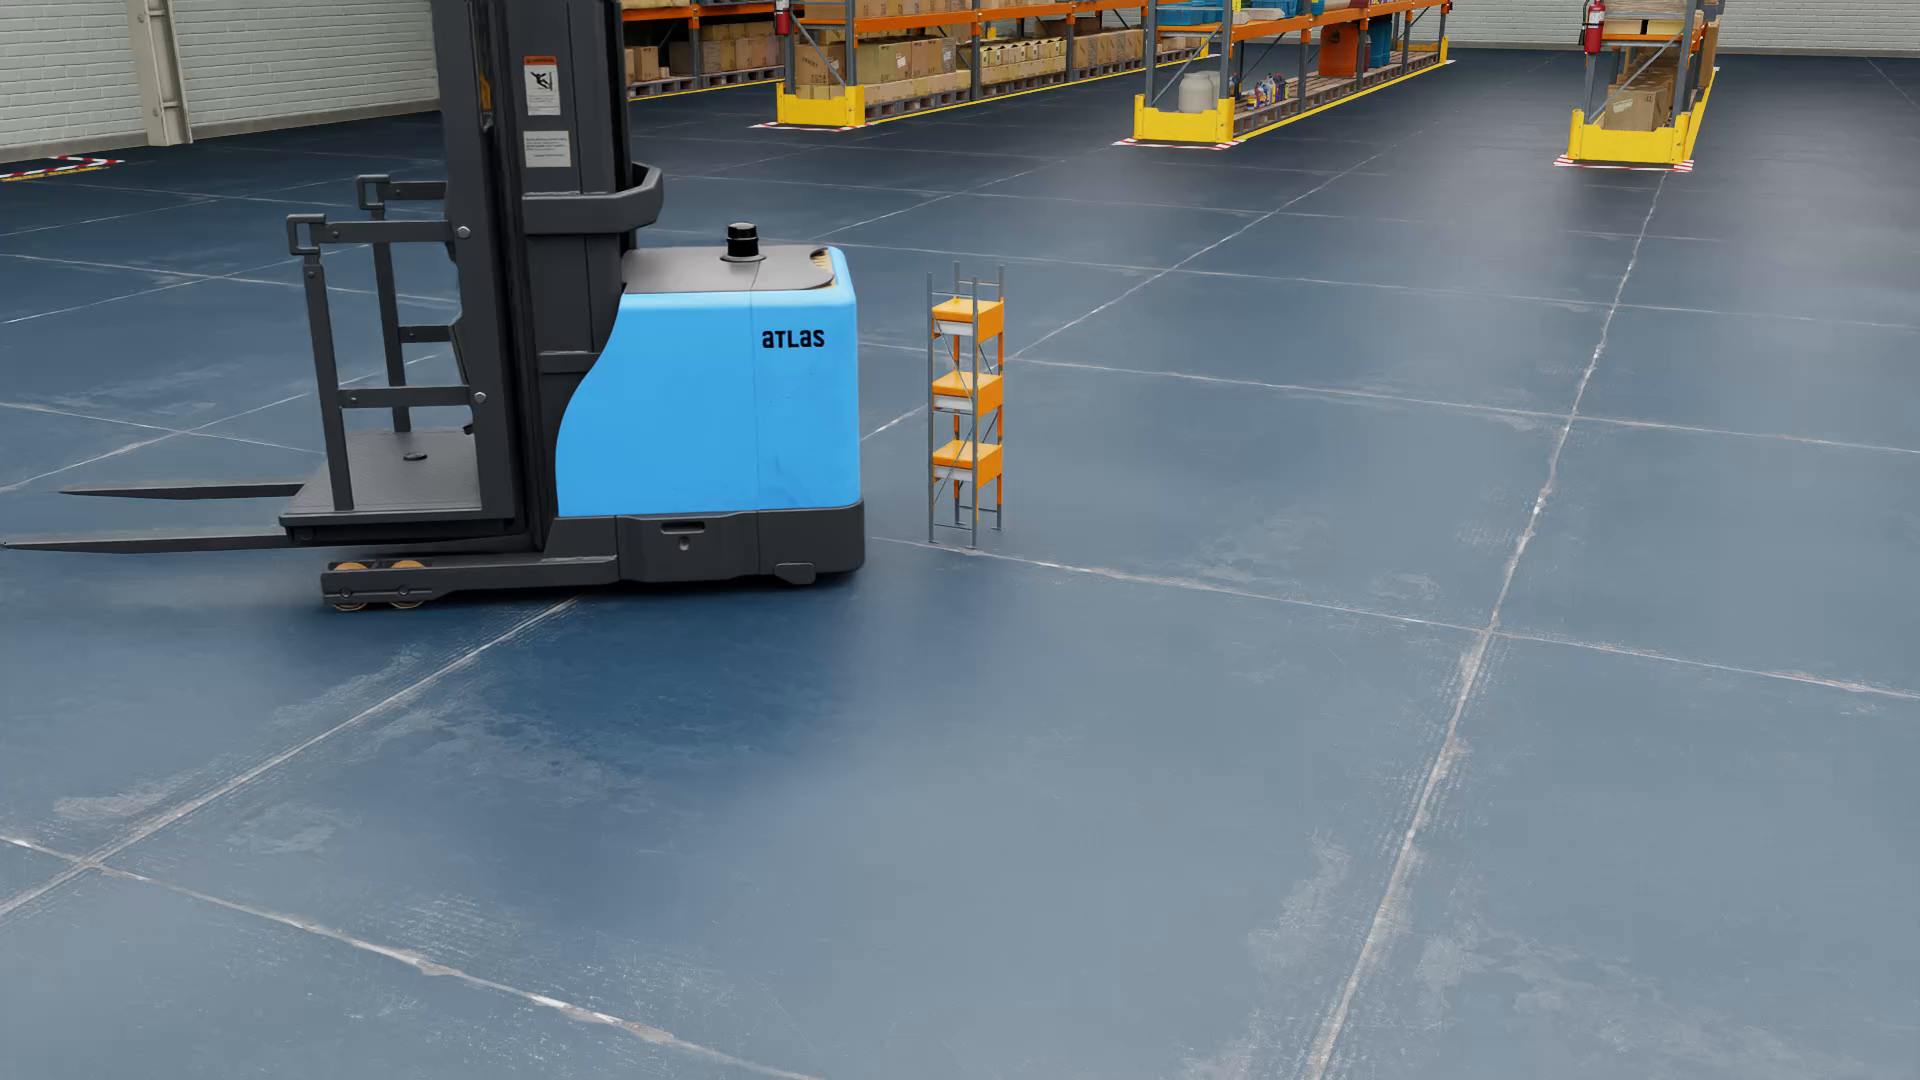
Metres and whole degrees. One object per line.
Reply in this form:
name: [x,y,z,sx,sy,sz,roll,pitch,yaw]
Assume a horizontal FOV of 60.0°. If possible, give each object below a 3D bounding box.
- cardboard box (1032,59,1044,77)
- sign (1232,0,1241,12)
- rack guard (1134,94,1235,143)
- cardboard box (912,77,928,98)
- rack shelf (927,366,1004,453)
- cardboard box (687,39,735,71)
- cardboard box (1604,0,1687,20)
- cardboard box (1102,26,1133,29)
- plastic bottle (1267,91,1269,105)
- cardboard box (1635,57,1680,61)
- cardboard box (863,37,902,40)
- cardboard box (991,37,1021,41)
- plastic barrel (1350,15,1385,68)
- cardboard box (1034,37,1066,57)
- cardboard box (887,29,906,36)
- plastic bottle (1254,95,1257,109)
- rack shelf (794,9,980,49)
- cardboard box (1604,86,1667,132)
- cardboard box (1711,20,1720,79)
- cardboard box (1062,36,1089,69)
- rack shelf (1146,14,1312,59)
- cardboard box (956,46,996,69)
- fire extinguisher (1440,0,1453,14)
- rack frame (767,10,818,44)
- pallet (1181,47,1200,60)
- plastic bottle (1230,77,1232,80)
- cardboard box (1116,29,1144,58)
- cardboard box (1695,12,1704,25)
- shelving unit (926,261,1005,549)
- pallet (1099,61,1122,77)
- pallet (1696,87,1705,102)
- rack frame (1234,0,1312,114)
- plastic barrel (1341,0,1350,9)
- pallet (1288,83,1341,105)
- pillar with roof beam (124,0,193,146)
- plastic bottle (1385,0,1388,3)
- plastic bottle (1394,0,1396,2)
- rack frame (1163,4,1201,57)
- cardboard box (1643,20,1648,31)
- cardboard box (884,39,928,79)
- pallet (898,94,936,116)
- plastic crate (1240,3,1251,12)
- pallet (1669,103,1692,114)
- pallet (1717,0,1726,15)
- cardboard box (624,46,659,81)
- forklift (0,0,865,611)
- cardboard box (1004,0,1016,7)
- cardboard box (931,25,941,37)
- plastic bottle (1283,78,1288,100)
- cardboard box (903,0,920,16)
cardboard box: [1.049,-7.742,27.238,0.500,0.250,0.500,9,22,24]
sign: [3.200,-6.272,19.216,0.100,0.325,0.005,9,21,23]
rack guard: [2.688,-5.071,19.981,1.175,0.500,0.348,9,21,23]
cardboard box: [-0.780,-6.394,23.447,0.500,0.250,0.500,9,21,23]
rack shelf: [0.022,-0.501,6.342,0.215,0.259,0.240,9,21,23]
cardboard box: [-4.249,-8.223,28.187,0.700,0.500,0.500,8,21,22]
cardboard box: [7.468,-5.891,17.963,0.875,0.500,0.500,9,21,23]
cardboard box: [3.071,-9.811,32.652,0.500,0.500,0.500,9,21,23]
plastic bottle: [4.032,-5.848,21.954,0.097,0.201,0.097,0,20,0]
cardboard box: [9.797,-6.461,23.234,0.700,0.500,0.500,11,22,27]
cardboard box: [-1.065,-6.973,23.958,0.500,0.500,0.500,9,21,23]
cardboard box: [0.768,-8.230,27.774,0.500,0.311,0.500,8,21,21]
plastic barrel: [7.085,-8.716,29.005,0.600,0.901,0.708,9,21,23]
cardboard box: [1.468,-8.318,28.021,0.500,0.311,0.500,9,22,24]
cardboard box: [-1.572,-10.215,33.297,0.750,0.750,0.750,9,21,23]
plastic bottle: [3.769,-5.651,21.401,0.097,0.201,0.097,0,20,0]
rack shelf: [-0.999,-7.172,23.233,1.077,0.370,4.000,9,21,23]
cardboard box: [7.489,-4.748,18.446,0.500,0.500,0.500,13,23,33]
cardboard box: [11.523,-7.933,26.842,1.225,0.875,0.875,8,21,21]
cardboard box: [1.905,-8.475,28.896,0.500,0.500,0.500,10,22,25]
rack shelf: [3.519,-6.491,21.318,1.077,0.370,4.000,9,21,23]
cardboard box: [0.217,-7.381,25.387,0.500,0.311,0.500,9,21,23]
fire extinguisher: [9.728,-10.881,33.261,0.296,0.674,0.183,9,21,23]
rack frame: [-3.063,-10.024,30.177,1.000,3.000,0.127,9,21,23]
pallet: [4.377,-10.210,34.862,1.003,0.211,1.213,9,21,23]
plastic bottle: [3.700,-6.226,22.906,0.152,0.276,0.135,9,22,25]
cardboard box: [3.155,-9.407,31.518,0.500,0.500,0.500,8,21,22]
cardboard box: [8.767,-6.302,20.089,0.380,0.149,0.250,9,21,23]
shelving unit: [0.022,-0.511,6.339,0.215,1.050,0.252,9,21,23]
pallet: [2.299,-8.626,30.409,1.003,0.211,1.213,9,21,23]
pallet: [10.886,-6.902,25.560,1.003,0.211,1.213,9,21,23]
rack frame: [4.338,-7.442,22.917,1.000,3.000,0.127,9,21,23]
plastic barrel: [5.749,-8.373,25.370,0.421,0.512,0.421,0,20,0]
pallet: [5.122,-6.747,25.126,1.003,0.211,1.213,9,21,23]
pillar with roof beam: [-5.371,-8.312,16.413,9.100,9.000,0.400,9,21,23]
plastic bottle: [7.188,-9.212,28.070,0.061,0.283,0.133,9,21,23]
plastic bottle: [7.460,-9.481,28.726,0.144,0.351,0.185,9,21,23]
rack frame: [4.734,-11.791,35.146,1.000,3.000,0.127,9,21,23]
cardboard box: [7.562,-5.841,18.792,0.380,0.149,0.250,9,21,23]
cardboard box: [-0.779,-6.747,23.321,0.500,0.500,0.500,9,21,23]
pallet: [-1.042,-6.197,23.578,1.003,0.211,1.213,9,21,23]
plastic crate: [3.524,-6.965,21.894,0.450,0.188,0.662,9,21,23]
pallet: [9.174,-5.686,22.143,1.003,0.211,1.213,9,21,23]
pallet: [10.300,-7.662,23.823,1.213,0.211,1.003,9,21,23]
cardboard box: [-5.089,-7.508,26.177,0.500,0.500,0.500,7,21,19]
forklift: [-1.897,-1.321,5.808,3.031,2.935,1.130,-2,20,-6]
cardboard box: [0.570,-8.716,26.352,0.500,0.500,0.500,9,21,23]
cardboard box: [-0.816,-10.634,34.998,0.700,0.500,0.500,8,21,22]
plastic bottle: [4.441,-6.177,22.757,0.061,0.283,0.133,10,22,25]
cardboard box: [-0.984,-7.561,23.104,0.700,0.500,0.500,9,22,24]
